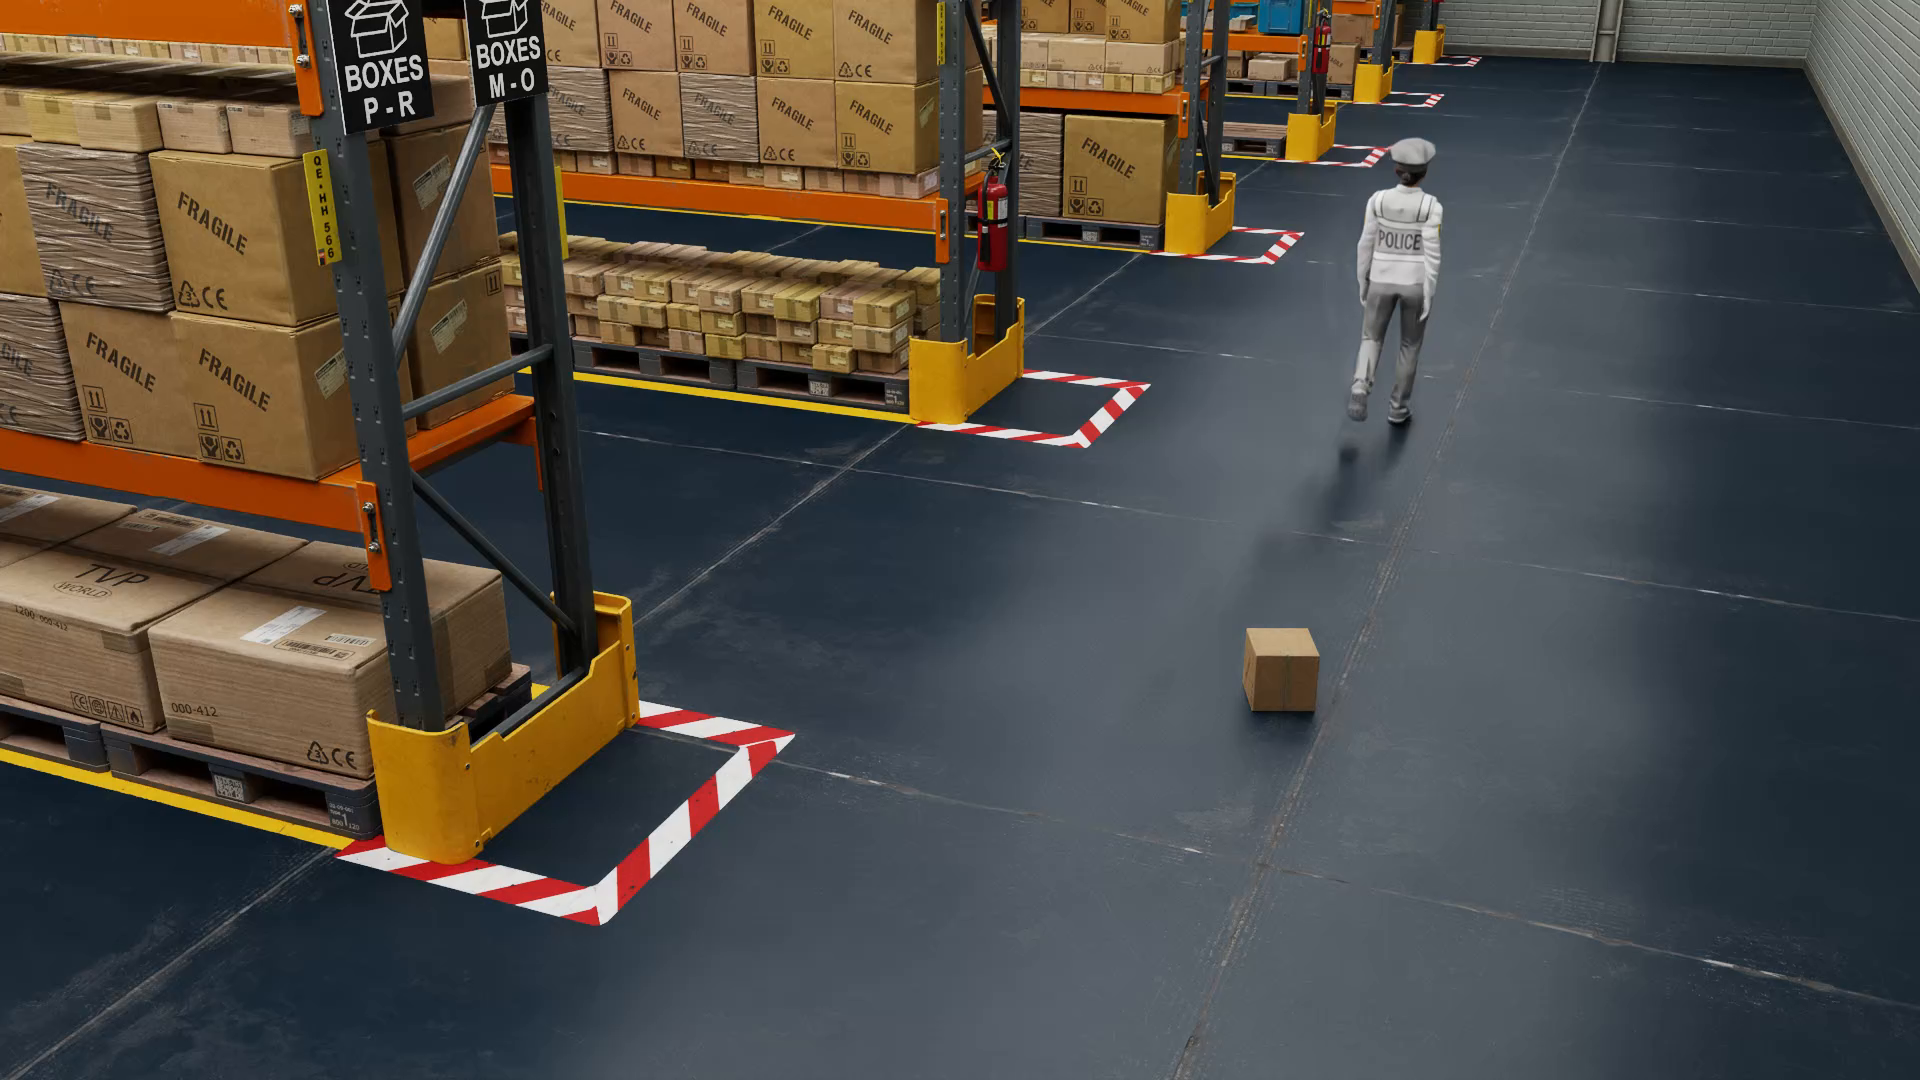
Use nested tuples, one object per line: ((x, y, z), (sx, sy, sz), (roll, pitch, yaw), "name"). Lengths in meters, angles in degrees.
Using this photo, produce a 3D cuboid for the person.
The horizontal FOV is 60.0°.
((2.493, -1.450, 9.523), (0.481, 1.668, 0.680), (10, 25, 24), "person")
